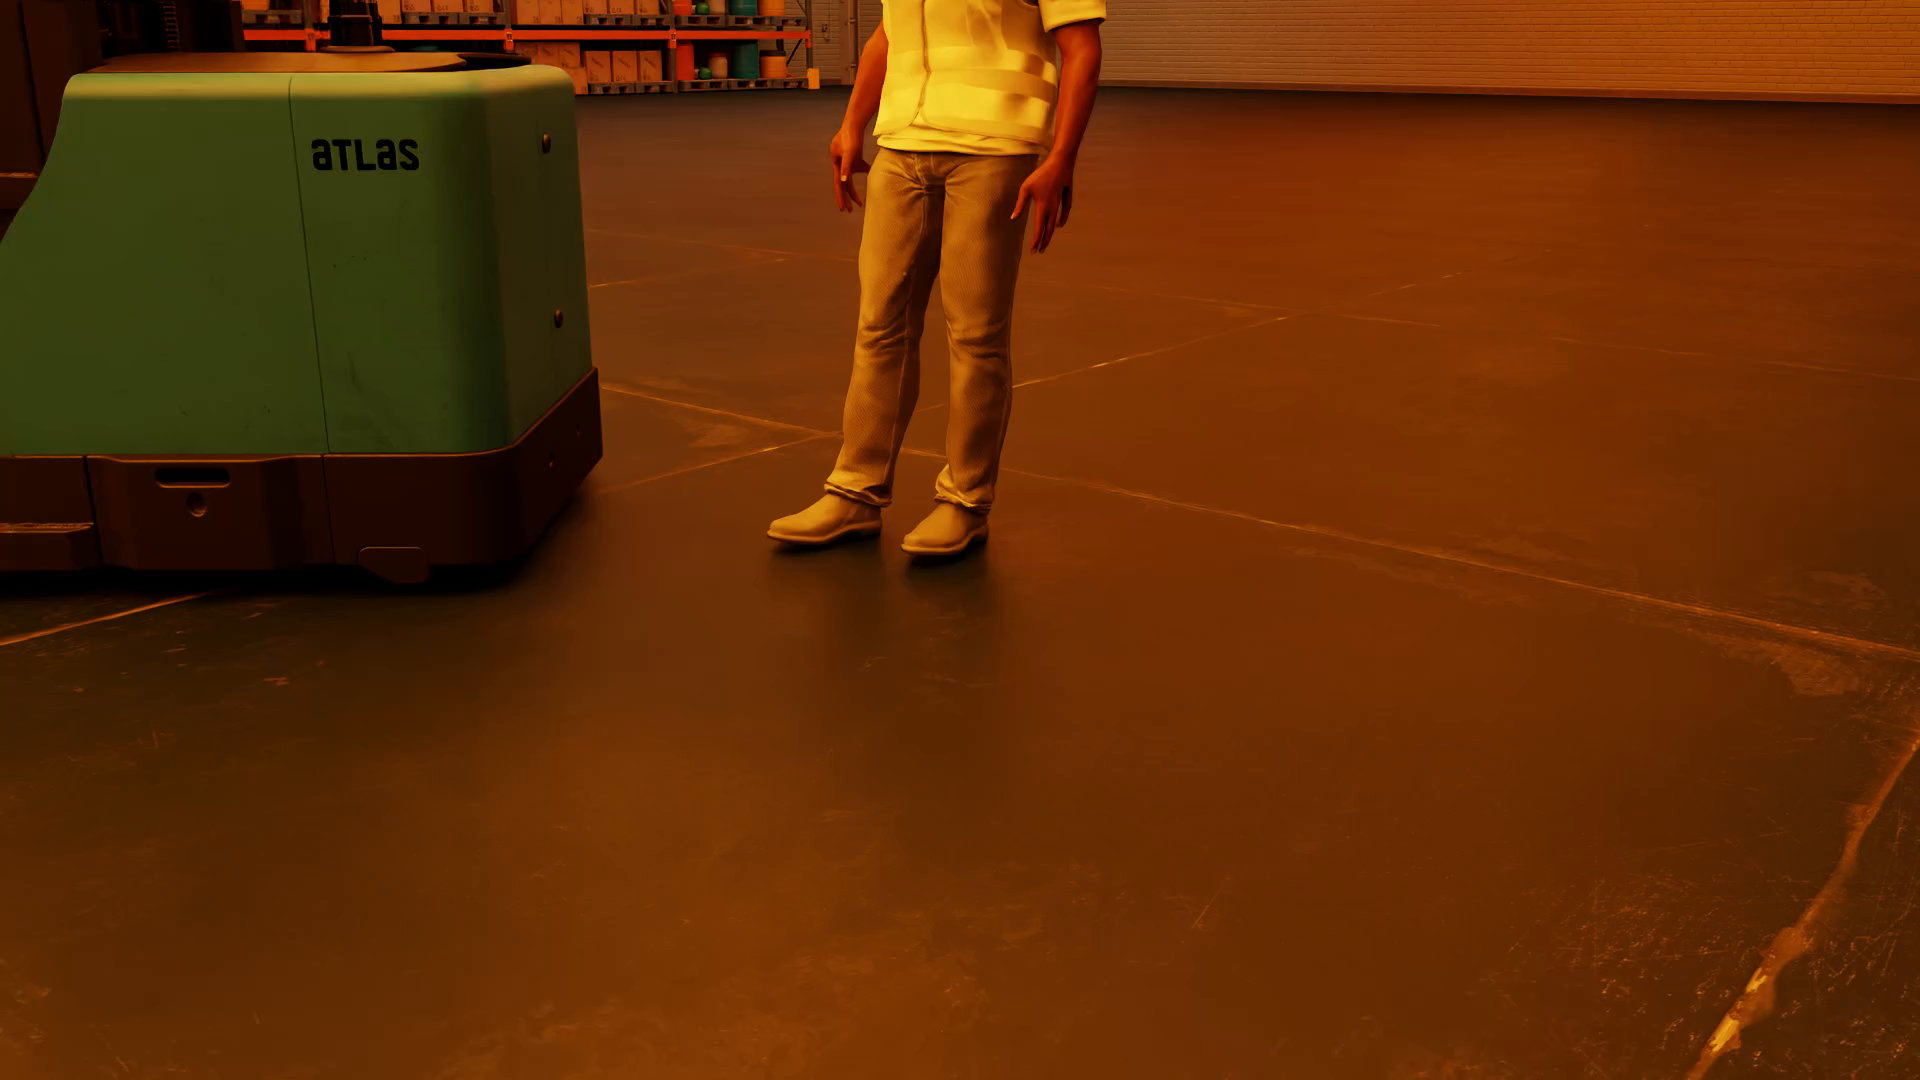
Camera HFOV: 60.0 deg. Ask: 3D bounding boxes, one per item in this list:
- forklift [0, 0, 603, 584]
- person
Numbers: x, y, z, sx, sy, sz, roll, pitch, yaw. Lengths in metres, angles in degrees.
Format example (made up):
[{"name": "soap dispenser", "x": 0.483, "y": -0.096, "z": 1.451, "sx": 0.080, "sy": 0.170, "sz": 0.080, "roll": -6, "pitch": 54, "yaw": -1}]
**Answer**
[{"name": "forklift", "x": -2.462, "y": -1.429, "z": 3.602, "sx": 3.031, "sy": 2.935, "sz": 1.130, "roll": 0, "pitch": 17, "yaw": -1}, {"name": "person", "x": -0.049, "y": -0.838, "z": 3.636, "sx": 0.665, "sy": 1.765, "sz": 0.577, "roll": 13, "pitch": 21, "yaw": 37}]
